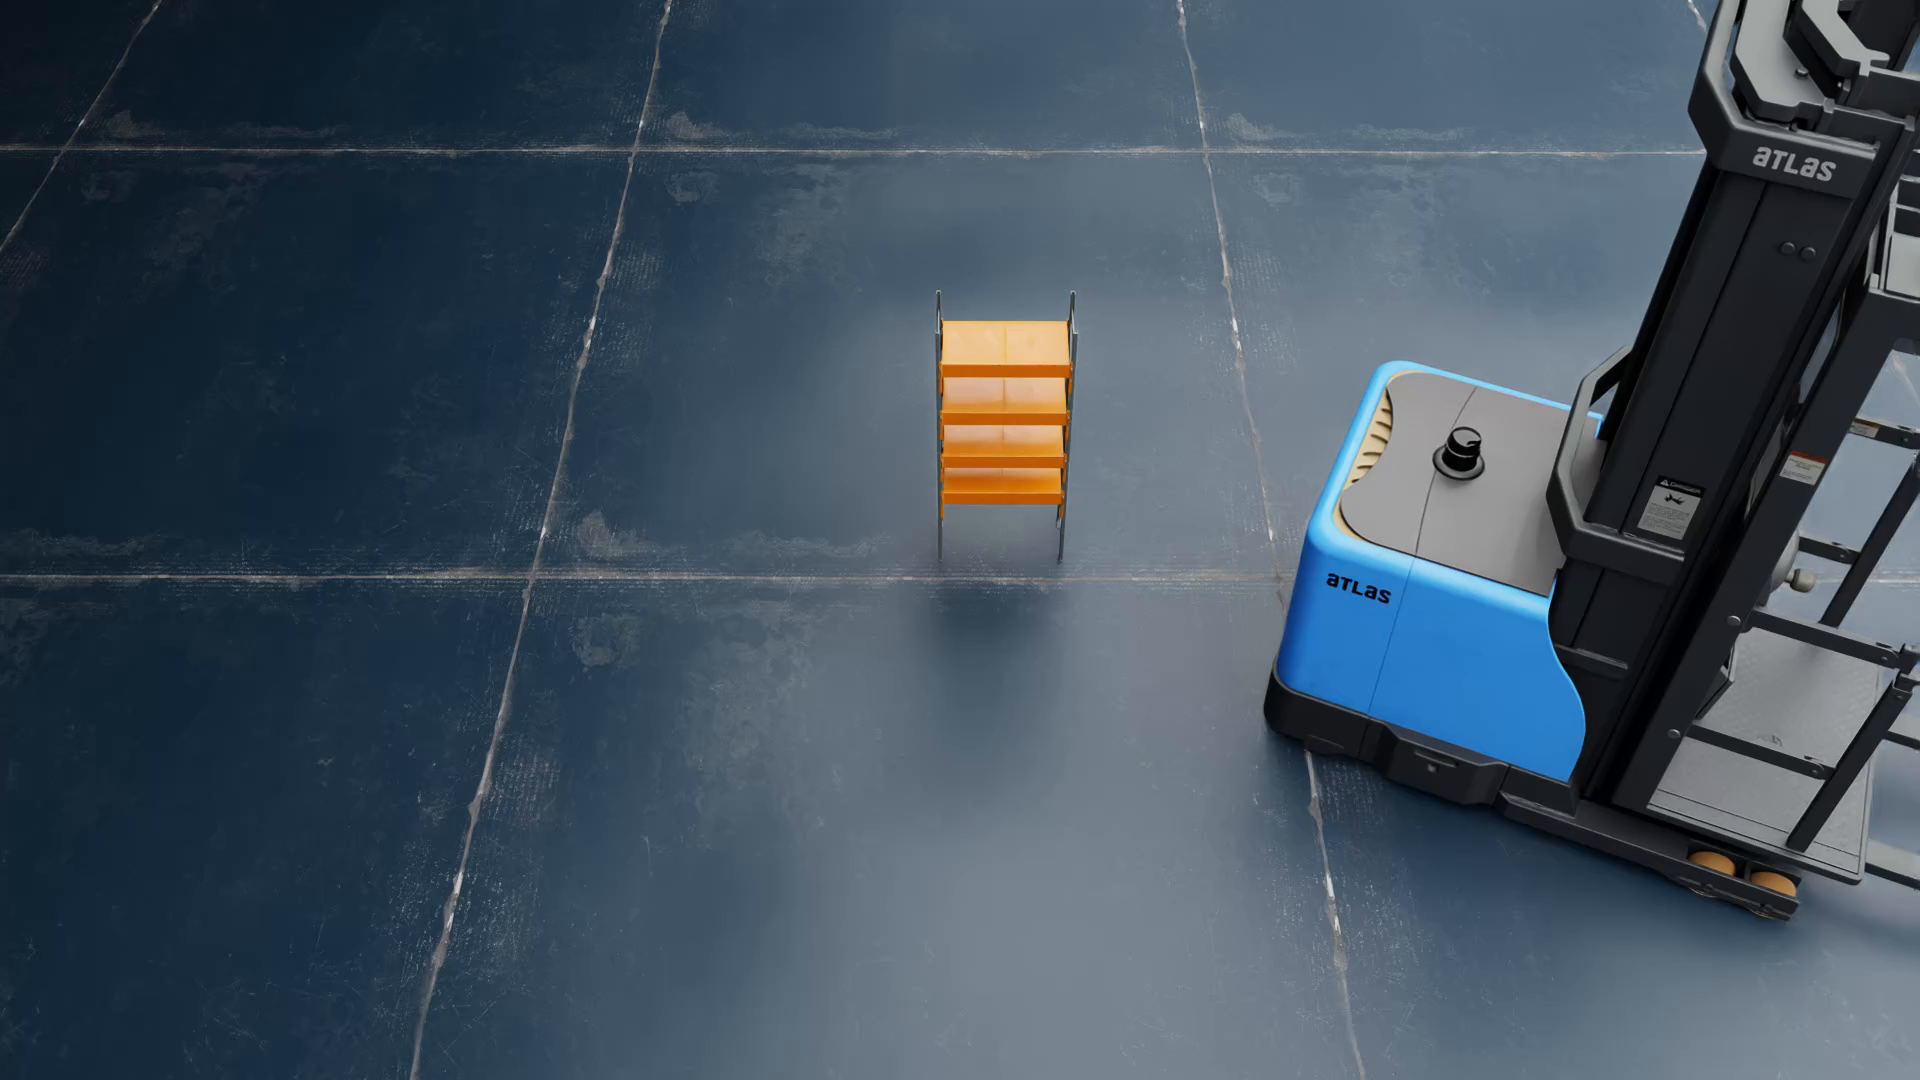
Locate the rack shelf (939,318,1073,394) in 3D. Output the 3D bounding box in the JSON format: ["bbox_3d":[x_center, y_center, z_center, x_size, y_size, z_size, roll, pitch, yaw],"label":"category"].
[{"bbox_3d":[0.166,-0.676,6.104,0.480,0.148,0.258,0,47,0],"label":"rack shelf"}]

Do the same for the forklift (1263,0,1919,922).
[{"bbox_3d":[2.683,-0.166,4.983,3.031,2.935,1.130,18,50,16],"label":"forklift"}]

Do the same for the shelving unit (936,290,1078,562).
[{"bbox_3d":[0.166,-0.408,6.391,0.503,1.200,0.258,0,47,0],"label":"shelving unit"}]

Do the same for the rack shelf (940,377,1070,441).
[{"bbox_3d":[0.166,-0.515,6.277,0.480,0.148,0.258,0,47,0],"label":"rack shelf"}]

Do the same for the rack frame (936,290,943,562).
[{"bbox_3d":[-0.078,-0.409,6.392,0.015,1.200,0.240,0,47,0],"label":"rack frame"}]

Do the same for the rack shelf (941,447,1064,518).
[{"bbox_3d":[0.166,-0.227,6.586,0.480,0.148,0.258,0,47,0],"label":"rack shelf"}]

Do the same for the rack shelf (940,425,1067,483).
[{"bbox_3d":[0.166,-0.362,6.440,0.480,0.148,0.258,0,47,0],"label":"rack shelf"}]

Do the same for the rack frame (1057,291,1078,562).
[{"bbox_3d":[0.410,-0.408,6.391,0.015,1.200,0.240,0,47,0],"label":"rack frame"}]
